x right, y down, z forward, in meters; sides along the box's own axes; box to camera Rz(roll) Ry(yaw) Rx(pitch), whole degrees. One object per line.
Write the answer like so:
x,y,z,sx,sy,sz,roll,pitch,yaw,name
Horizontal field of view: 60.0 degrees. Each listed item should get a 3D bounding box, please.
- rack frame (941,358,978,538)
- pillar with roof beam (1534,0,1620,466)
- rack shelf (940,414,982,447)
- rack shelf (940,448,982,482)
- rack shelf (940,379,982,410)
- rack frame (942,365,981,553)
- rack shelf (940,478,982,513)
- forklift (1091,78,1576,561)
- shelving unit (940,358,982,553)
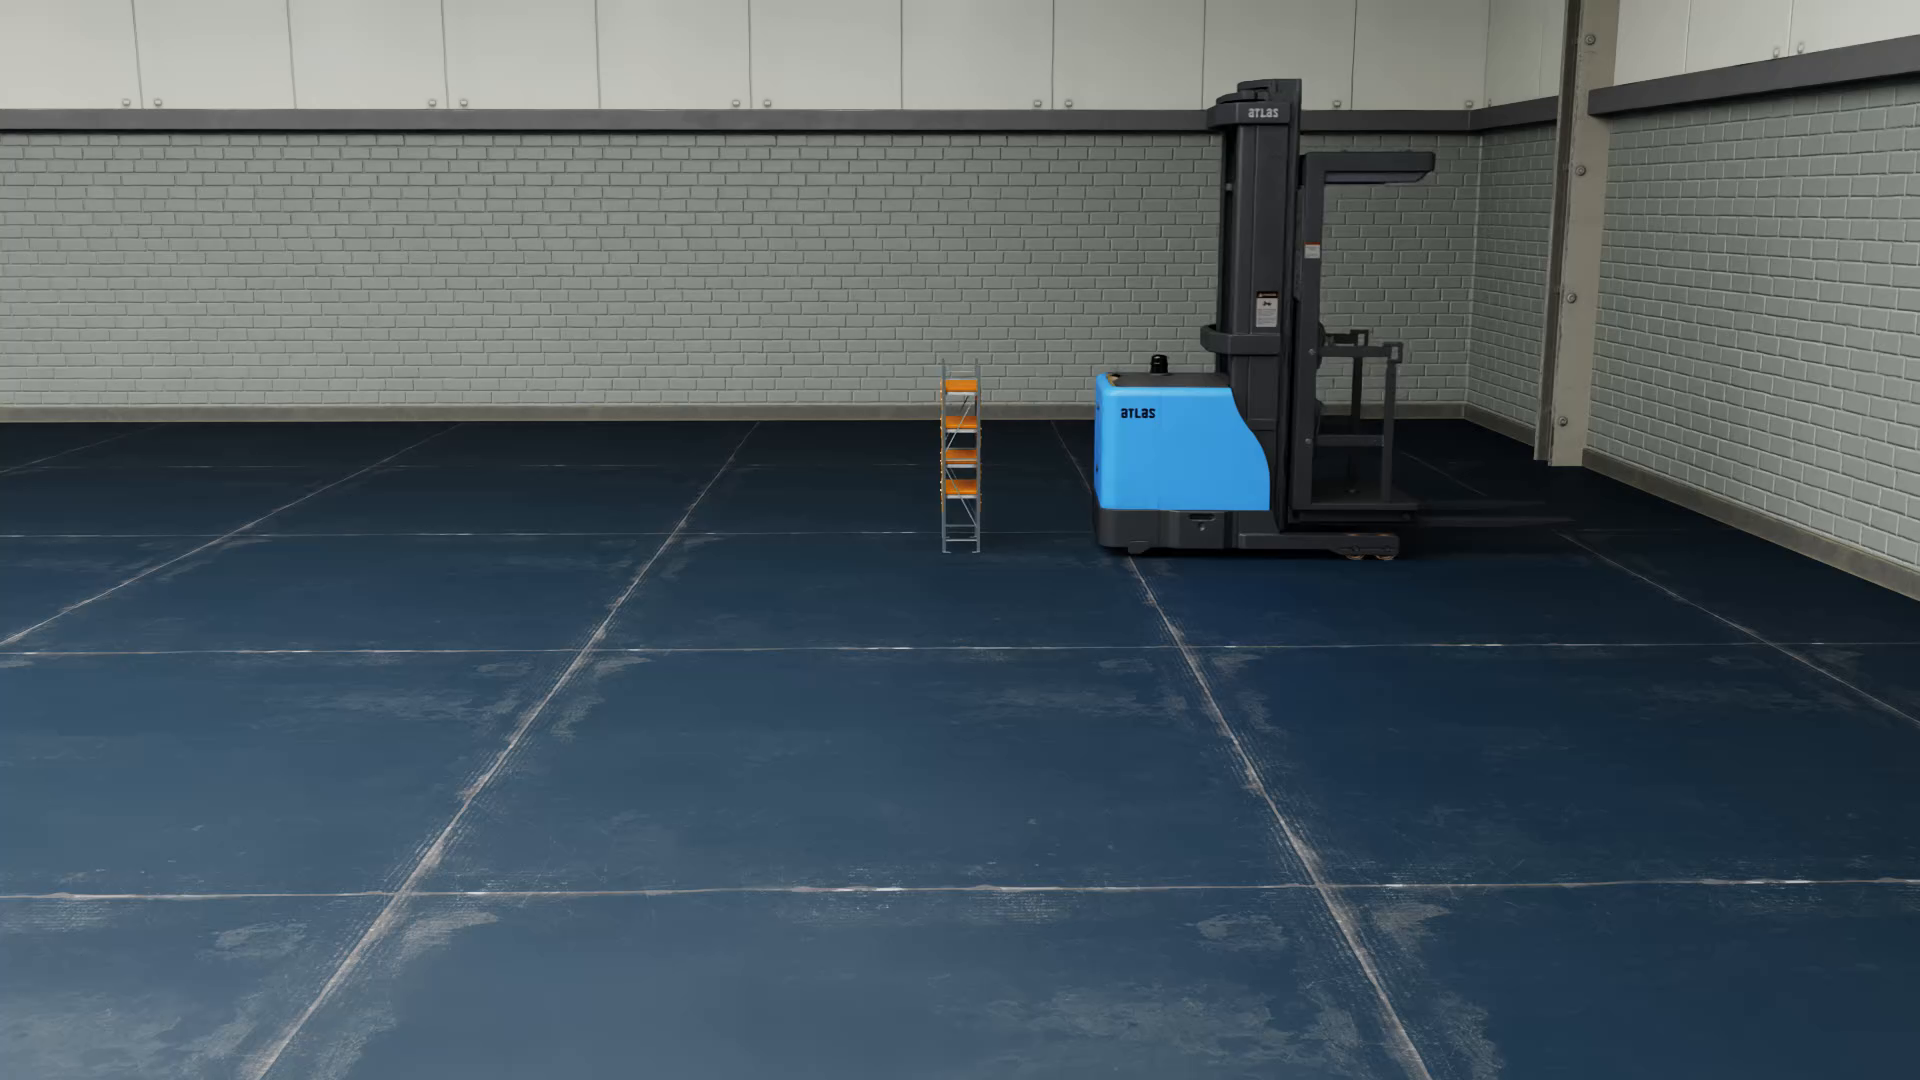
-0.002,-0.604,11.017,0.240,1.200,0.015,0,11,-1,rack frame
0.871,-5.063,13.380,9.100,9.000,0.400,0,11,-1,pillar with roof beam
0.003,-0.708,10.747,0.258,0.148,0.480,0,11,-1,rack shelf
0.003,-0.489,10.791,0.258,0.148,0.480,0,11,-1,rack shelf
0.003,-0.940,10.699,0.258,0.148,0.480,0,11,-1,rack shelf
0.008,-0.507,10.539,0.240,1.200,0.015,0,11,-1,rack frame
0.003,-0.295,10.830,0.258,0.148,0.480,0,11,-1,rack shelf
2.403,-1.416,10.666,3.031,2.935,1.130,0,11,2,forklift
0.003,-0.555,10.778,0.258,1.200,0.503,0,11,-1,shelving unit
